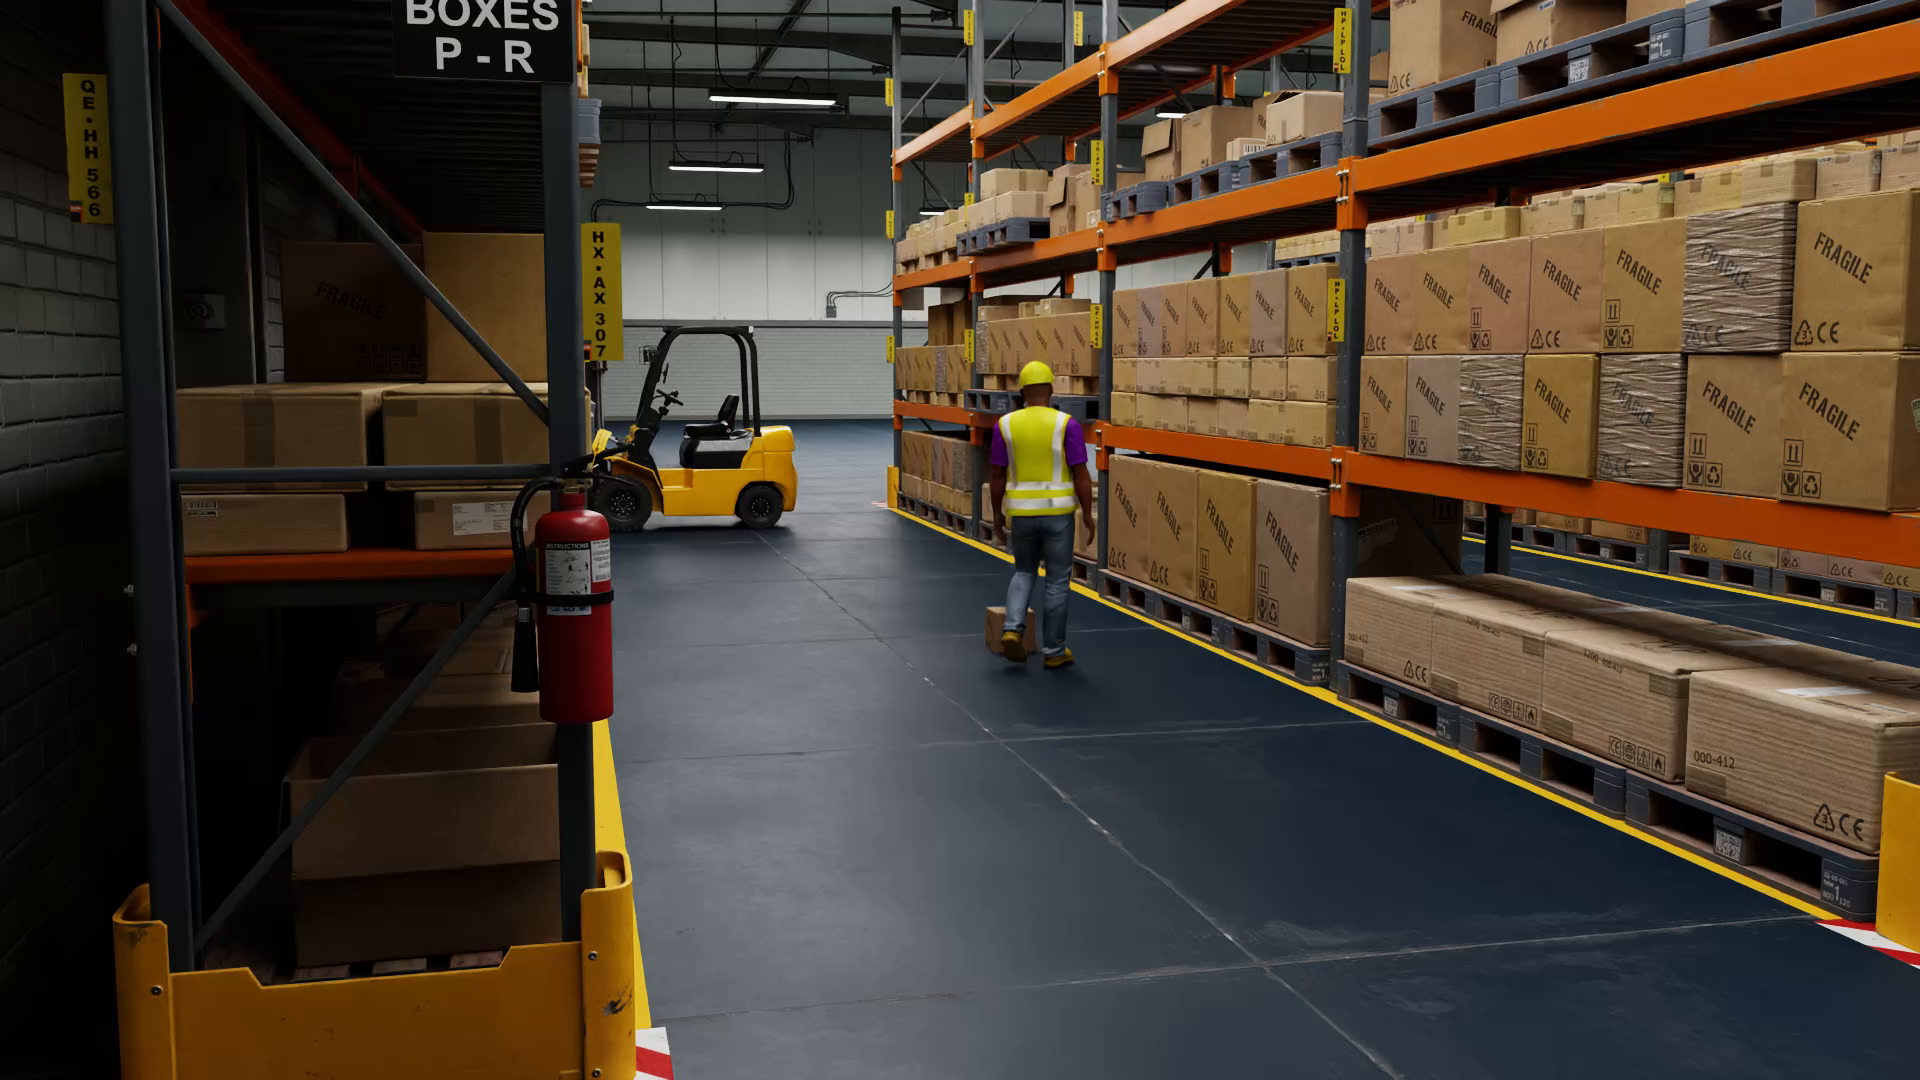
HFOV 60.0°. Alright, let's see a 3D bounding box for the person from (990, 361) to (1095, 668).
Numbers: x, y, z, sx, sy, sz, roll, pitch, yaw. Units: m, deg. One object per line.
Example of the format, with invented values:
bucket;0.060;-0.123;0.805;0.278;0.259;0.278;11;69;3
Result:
person;0.489;-0.146;9.636;0.613;1.763;0.466;2;6;18
